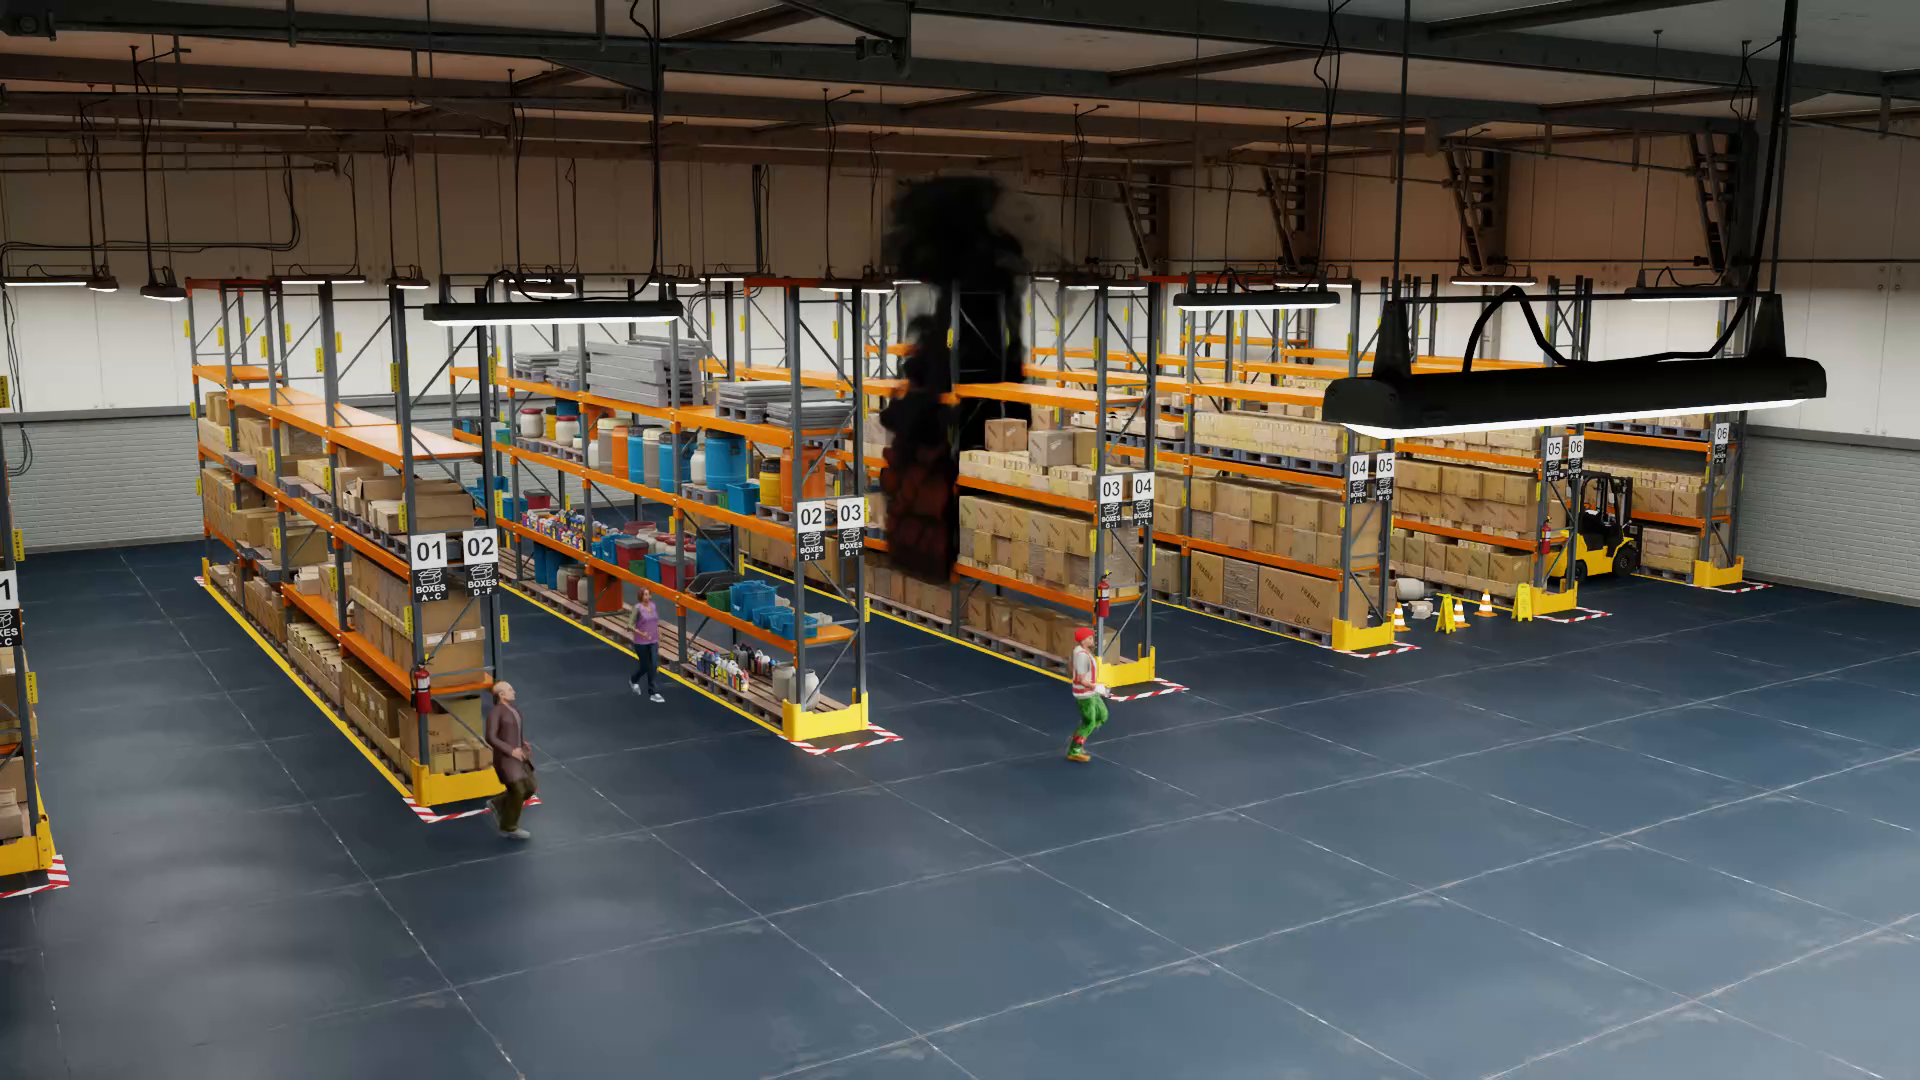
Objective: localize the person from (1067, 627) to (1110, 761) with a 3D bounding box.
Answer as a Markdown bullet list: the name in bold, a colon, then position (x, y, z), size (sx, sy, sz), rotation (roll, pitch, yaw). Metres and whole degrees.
- **person**: position (1.638, 1.951, 21.161), size (0.530, 1.742, 0.670), rotation (1, 10, 3)

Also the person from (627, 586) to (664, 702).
- **person**: position (-4.320, 1.420, 22.960), size (0.736, 1.574, 0.550), rotation (9, 13, 44)

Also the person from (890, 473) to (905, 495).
- **person**: position (-1.394, -0.660, 36.996), size (0.591, 1.638, 0.576), rotation (-6, 11, -33)

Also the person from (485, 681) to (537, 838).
- **person**: position (-5.005, 2.432, 18.437), size (0.580, 1.750, 0.772), rotation (1, 10, 8)
